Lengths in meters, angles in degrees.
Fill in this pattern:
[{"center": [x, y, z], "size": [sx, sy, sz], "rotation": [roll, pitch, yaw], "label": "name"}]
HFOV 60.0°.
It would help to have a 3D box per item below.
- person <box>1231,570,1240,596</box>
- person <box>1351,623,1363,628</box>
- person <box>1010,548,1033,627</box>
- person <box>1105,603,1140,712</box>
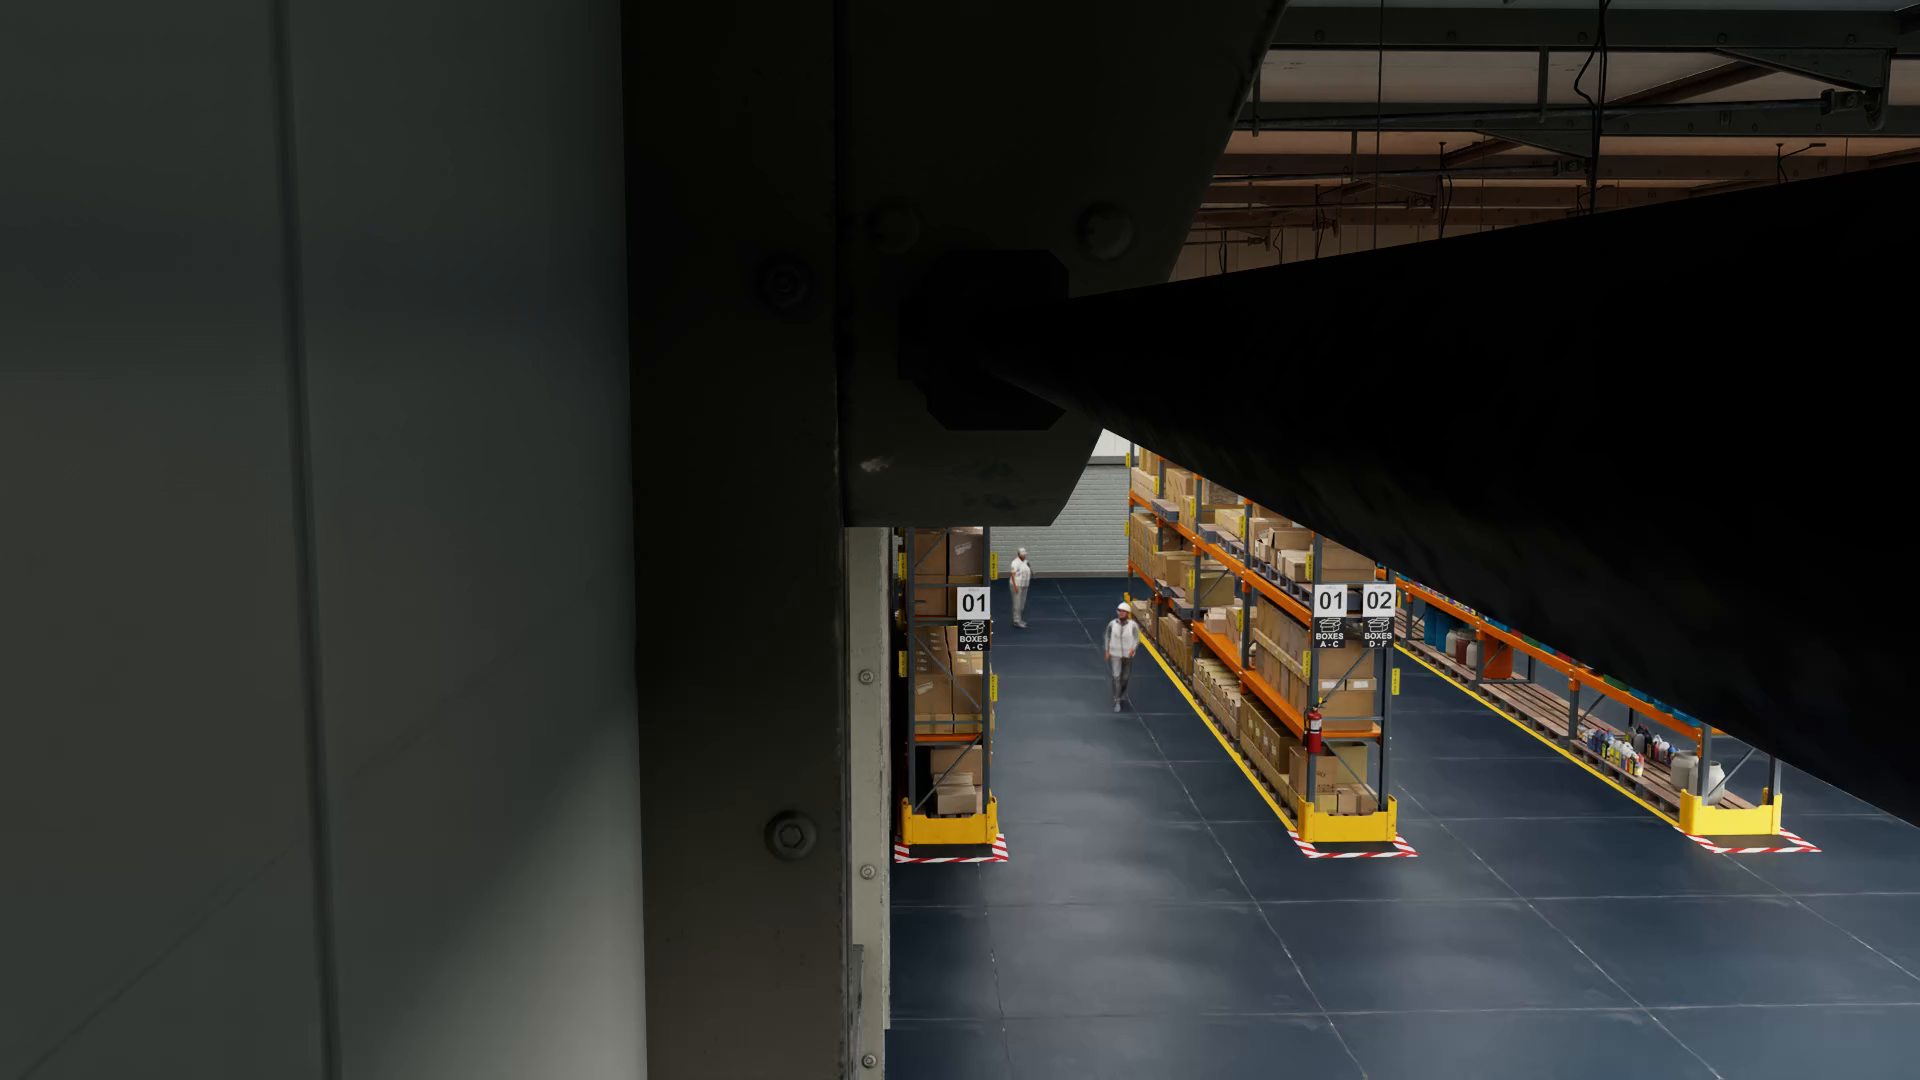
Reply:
[{"center": [5.981, 0.807, 37.014], "size": [0.536, 1.593, 0.929], "rotation": [0, 7, 3], "label": "person"}, {"center": [8.084, 1.198, 33.625], "size": [0.513, 1.650, 0.770], "rotation": [2, 8, 17], "label": "person"}, {"center": [1.296, 0.992, 35.283], "size": [0.425, 1.681, 0.494], "rotation": [7, 10, 42], "label": "person"}, {"center": [2.722, 1.938, 27.800], "size": [0.563, 1.772, 0.940], "rotation": [0, 7, -2], "label": "person"}]
